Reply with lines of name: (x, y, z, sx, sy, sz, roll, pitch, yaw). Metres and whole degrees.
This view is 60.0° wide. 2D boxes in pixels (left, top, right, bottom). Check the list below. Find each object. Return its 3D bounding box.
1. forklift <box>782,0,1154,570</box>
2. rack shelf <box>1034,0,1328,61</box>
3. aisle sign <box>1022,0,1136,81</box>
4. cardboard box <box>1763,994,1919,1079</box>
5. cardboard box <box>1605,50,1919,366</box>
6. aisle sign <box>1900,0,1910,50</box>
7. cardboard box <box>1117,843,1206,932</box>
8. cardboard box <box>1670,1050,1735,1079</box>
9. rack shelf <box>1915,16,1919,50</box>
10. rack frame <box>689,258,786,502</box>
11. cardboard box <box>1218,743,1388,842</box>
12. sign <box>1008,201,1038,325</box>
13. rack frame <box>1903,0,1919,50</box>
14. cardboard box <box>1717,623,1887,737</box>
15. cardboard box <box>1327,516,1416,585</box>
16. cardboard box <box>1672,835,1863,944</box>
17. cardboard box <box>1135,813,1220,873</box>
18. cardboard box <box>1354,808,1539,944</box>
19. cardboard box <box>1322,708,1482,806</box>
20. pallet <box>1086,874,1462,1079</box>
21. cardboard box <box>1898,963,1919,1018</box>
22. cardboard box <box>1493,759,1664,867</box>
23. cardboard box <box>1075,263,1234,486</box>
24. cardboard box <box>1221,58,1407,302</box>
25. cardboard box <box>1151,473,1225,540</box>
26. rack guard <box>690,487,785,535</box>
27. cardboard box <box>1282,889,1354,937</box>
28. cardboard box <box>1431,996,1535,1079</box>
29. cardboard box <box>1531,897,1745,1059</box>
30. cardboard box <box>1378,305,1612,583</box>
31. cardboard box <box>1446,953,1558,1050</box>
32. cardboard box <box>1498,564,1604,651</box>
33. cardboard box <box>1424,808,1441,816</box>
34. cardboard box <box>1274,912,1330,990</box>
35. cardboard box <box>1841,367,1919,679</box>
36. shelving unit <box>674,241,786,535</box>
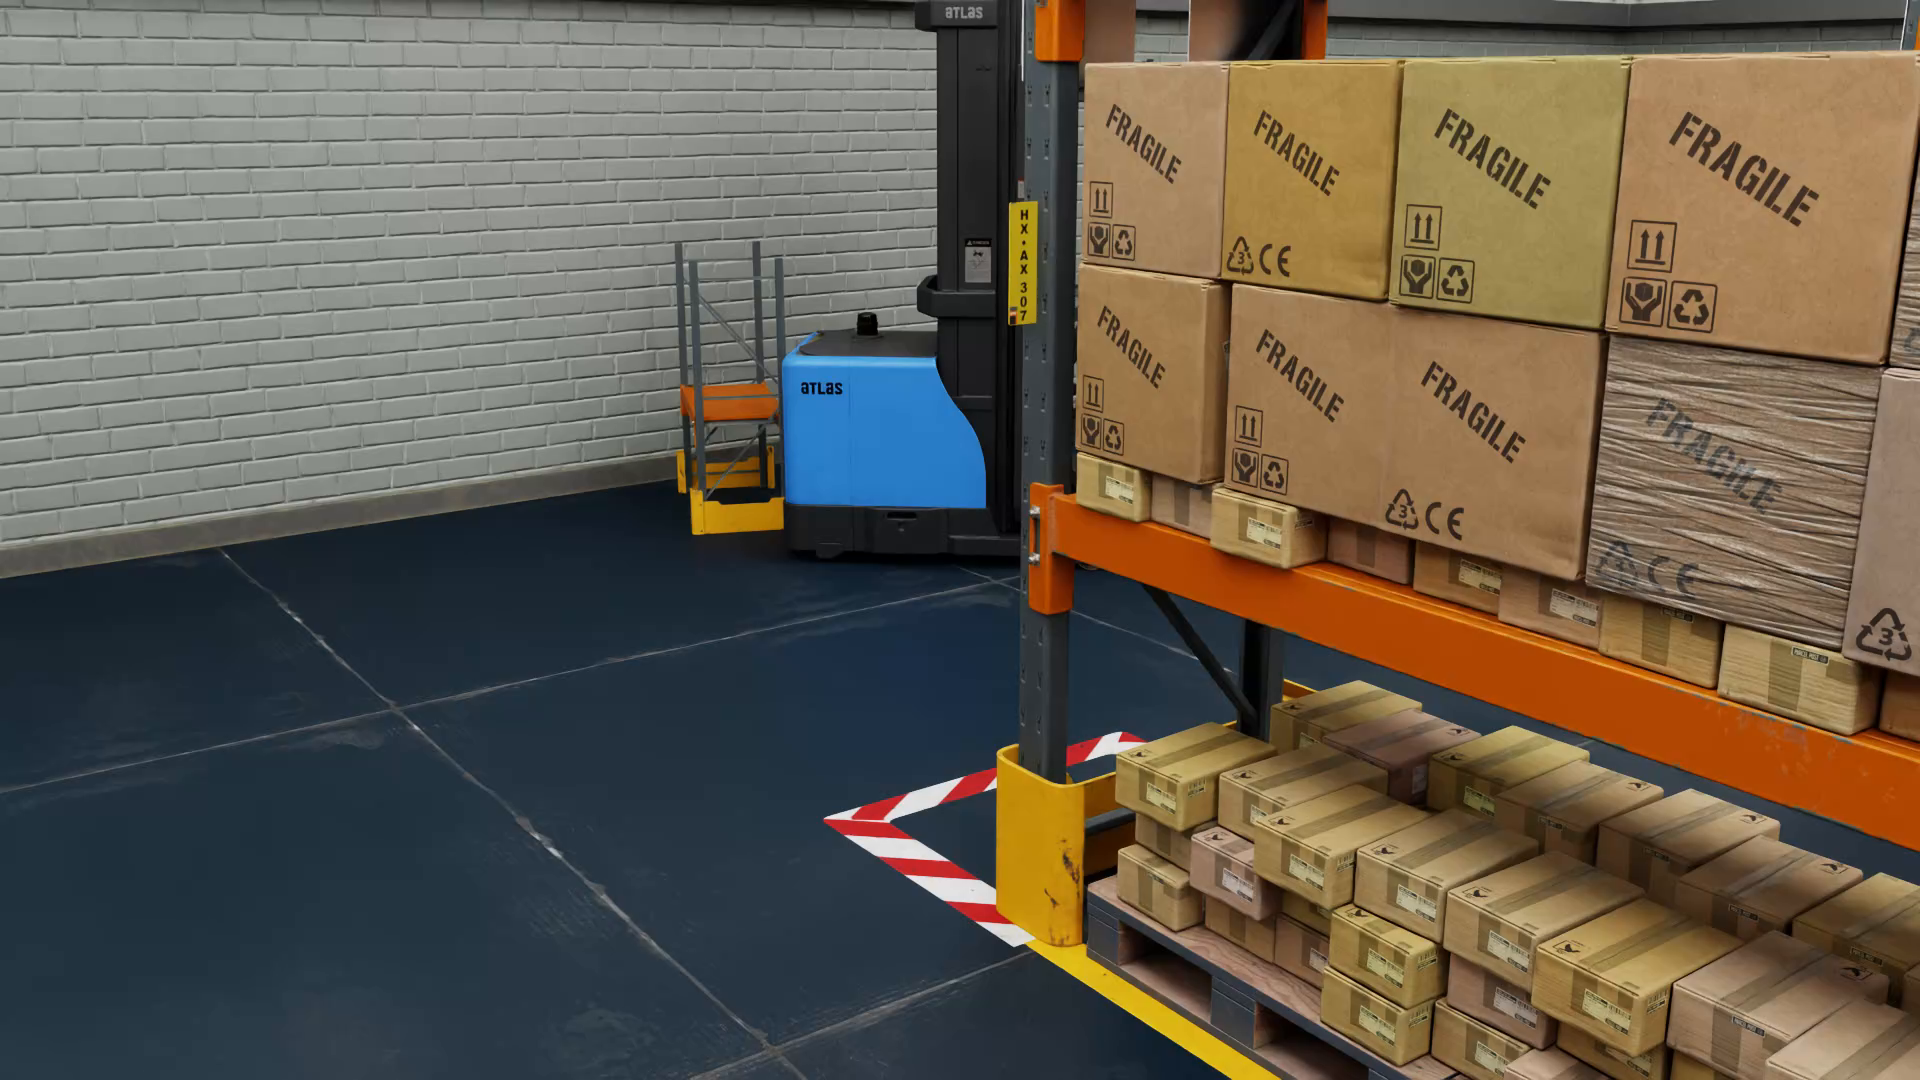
forklift: (0.622, -1.401, 8.644, 3.031, 2.935, 1.130, 1, 15, 4)
rack shelf: (1.787, -1.083, 3.030, 1.077, 0.370, 4.000, -11, 19, -35)
aisle sign: (0.325, -1.633, 4.436, 0.394, 0.787, 0.004, -11, 19, -35)
cardboard box: (1.717, 1.027, 3.119, 0.380, 0.149, 0.250, -12, 19, -36)
cardboard box: (1.552, -0.617, 3.003, 0.500, 0.500, 0.500, -12, 19, -36)
aisle sign: (4.279, -2.424, 7.326, 0.394, 0.787, 0.004, -11, 19, -35)
cardboard box: (0.660, 0.924, 4.622, 0.380, 0.149, 0.250, -10, 18, -33)
cardboard box: (1.682, 1.101, 3.413, 0.380, 0.149, 0.250, -10, 18, -32)
rack shelf: (5.732, -1.873, 5.917, 1.077, 0.370, 4.000, -11, 19, -35)
rack frame: (-1.195, -0.775, 9.066, 0.500, 1.500, 0.032, -4, 16, -13)
cardboard box: (0.904, 0.680, 4.386, 0.380, 0.149, 0.250, -10, 18, -34)
sign: (0.172, -0.743, 4.470, 0.100, 0.325, 0.005, -11, 19, -35)
rack frame: (4.556, -1.200, 7.778, 1.000, 3.000, 0.127, -11, 19, -35)
cardboard box: (1.628, 0.218, 3.073, 0.380, 0.149, 0.250, -10, 18, -33)
cardboard box: (1.098, -0.021, 3.946, 0.380, 0.149, 0.250, -10, 18, -32)
cardboard box: (1.853, 0.835, 3.822, 0.380, 0.149, 0.250, -12, 19, -36)
cardboard box: (0.711, 0.771, 4.619, 0.380, 0.149, 0.250, -10, 18, -32)
cardboard box: (1.161, 0.794, 3.970, 0.380, 0.149, 0.250, -12, 19, -37)
cardboard box: (1.229, 0.612, 4.636, 0.380, 0.149, 0.250, -10, 18, -33)
pallet: (1.105, 1.130, 4.547, 1.003, 0.211, 1.213, -11, 19, -35)
cardboard box: (2.143, 0.945, 3.419, 0.380, 0.149, 0.250, -12, 19, -37)
cardboard box: (1.585, 0.713, 4.268, 0.380, 0.149, 0.250, -12, 19, -37)
cardboard box: (0.651, -0.463, 4.332, 0.500, 0.500, 0.500, -10, 18, -32)
cardboard box: (0.962, -0.840, 3.817, 0.500, 0.500, 0.500, -10, 18, -33)
cardboard box: (0.719, -0.121, 4.311, 0.380, 0.149, 0.250, -10, 18, -33)
rack guard: (-1.199, -0.177, 9.249, 0.587, 0.250, 0.087, -4, 16, -13)
cardboard box: (1.042, 0.877, 4.233, 0.380, 0.149, 0.250, -11, 19, -34)
cardboard box: (1.320, 1.131, 3.868, 0.380, 0.149, 0.250, -11, 19, -34)
cardboard box: (1.434, 0.918, 3.517, 0.380, 0.149, 0.250, -11, 19, -34)
cardboard box: (1.265, -0.246, 3.540, 0.500, 0.500, 0.500, -11, 19, -34)
cardboard box: (1.338, 0.990, 3.818, 0.380, 0.149, 0.250, -12, 19, -37)
cardboard box: (1.359, 0.098, 3.512, 0.380, 0.149, 0.250, -11, 19, -36)
cardboard box: (1.459, 0.798, 4.519, 0.380, 0.149, 0.250, -12, 19, -37)
cardboard box: (1.032, 1.019, 4.275, 0.380, 0.149, 0.250, -11, 19, -34)
cardboard box: (1.854, -0.024, 2.730, 0.500, 0.500, 0.500, -11, 19, -35)
shelving unit: (-1.316, -0.908, 9.551, 0.587, 1.500, 1.083, -4, 16, -13)
